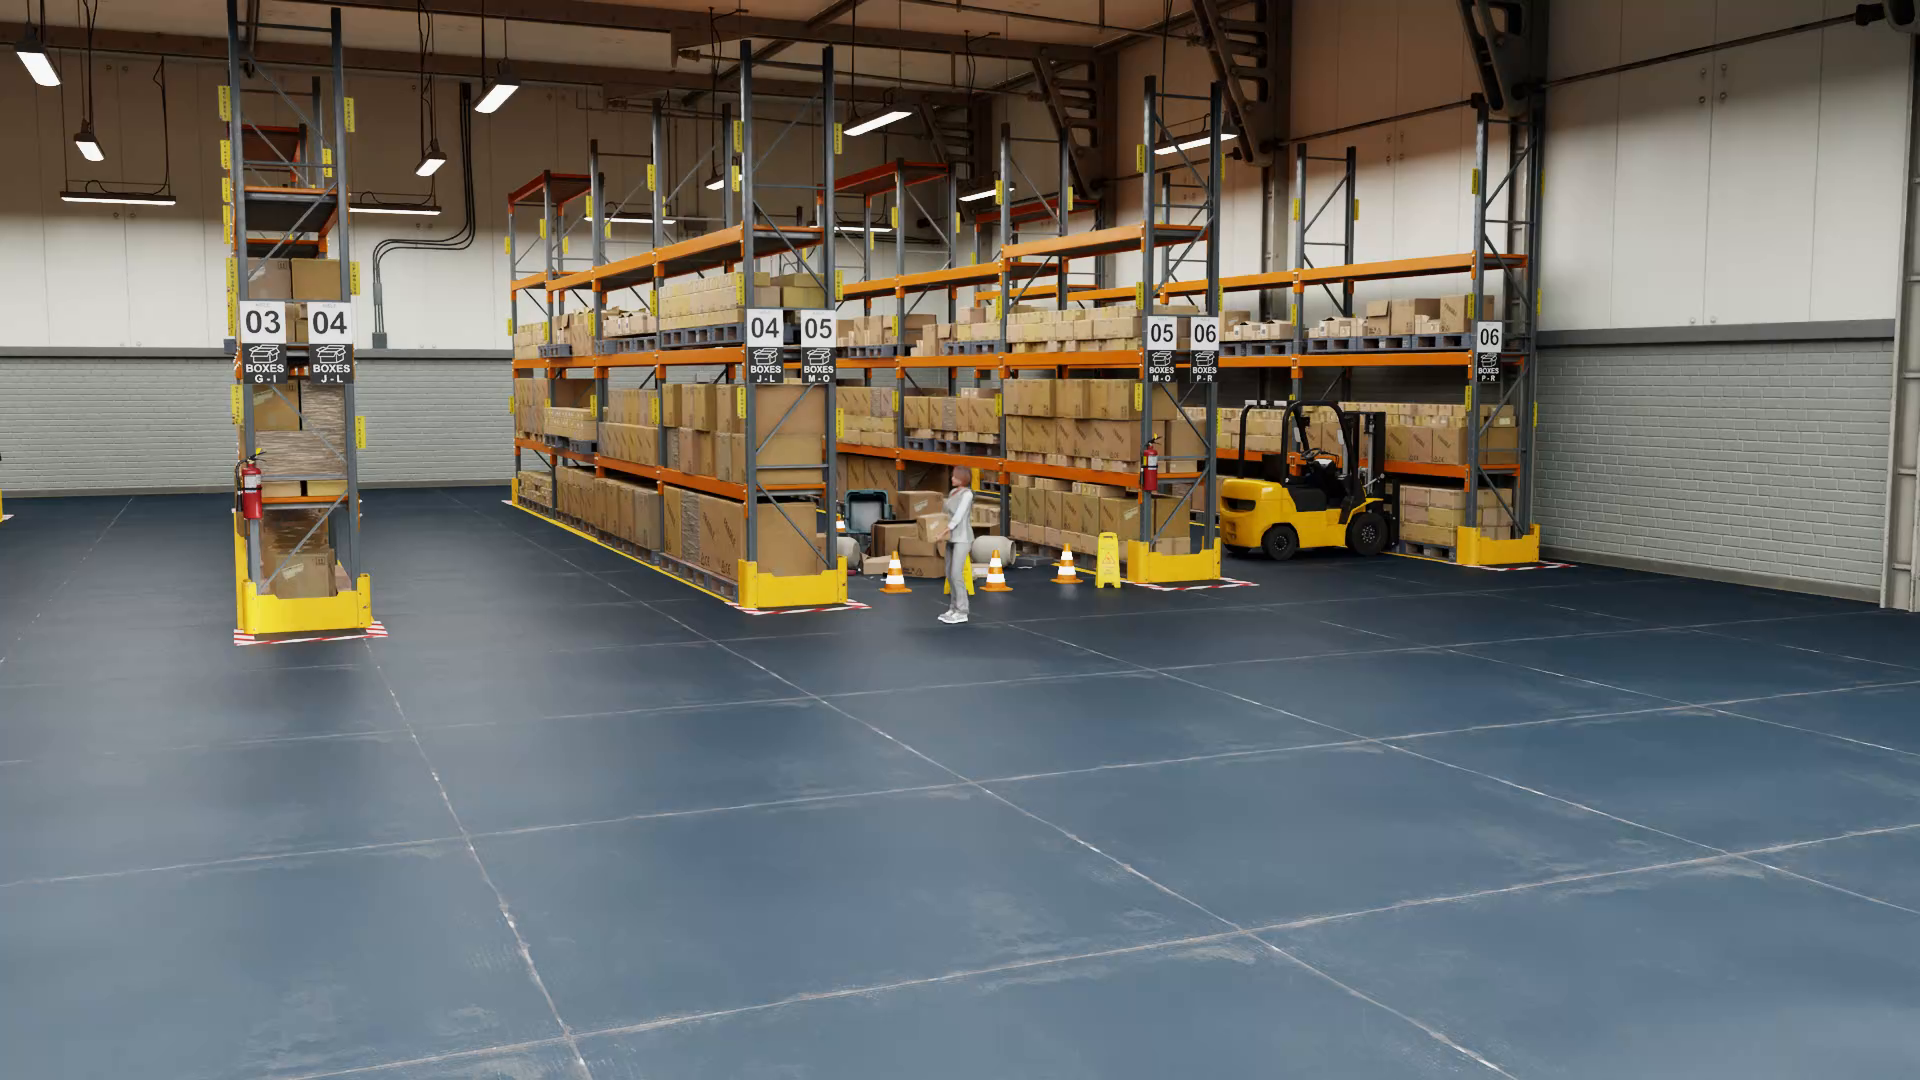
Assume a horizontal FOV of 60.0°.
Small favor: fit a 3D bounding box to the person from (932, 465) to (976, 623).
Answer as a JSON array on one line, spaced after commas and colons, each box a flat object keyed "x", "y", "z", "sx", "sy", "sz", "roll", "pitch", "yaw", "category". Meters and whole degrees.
[{"x": -0.102, "y": 0.039, "z": 16.837, "sx": 0.488, "sy": 1.595, "sz": 0.405, "roll": -2, "pitch": 6, "yaw": -23, "category": "person"}]
